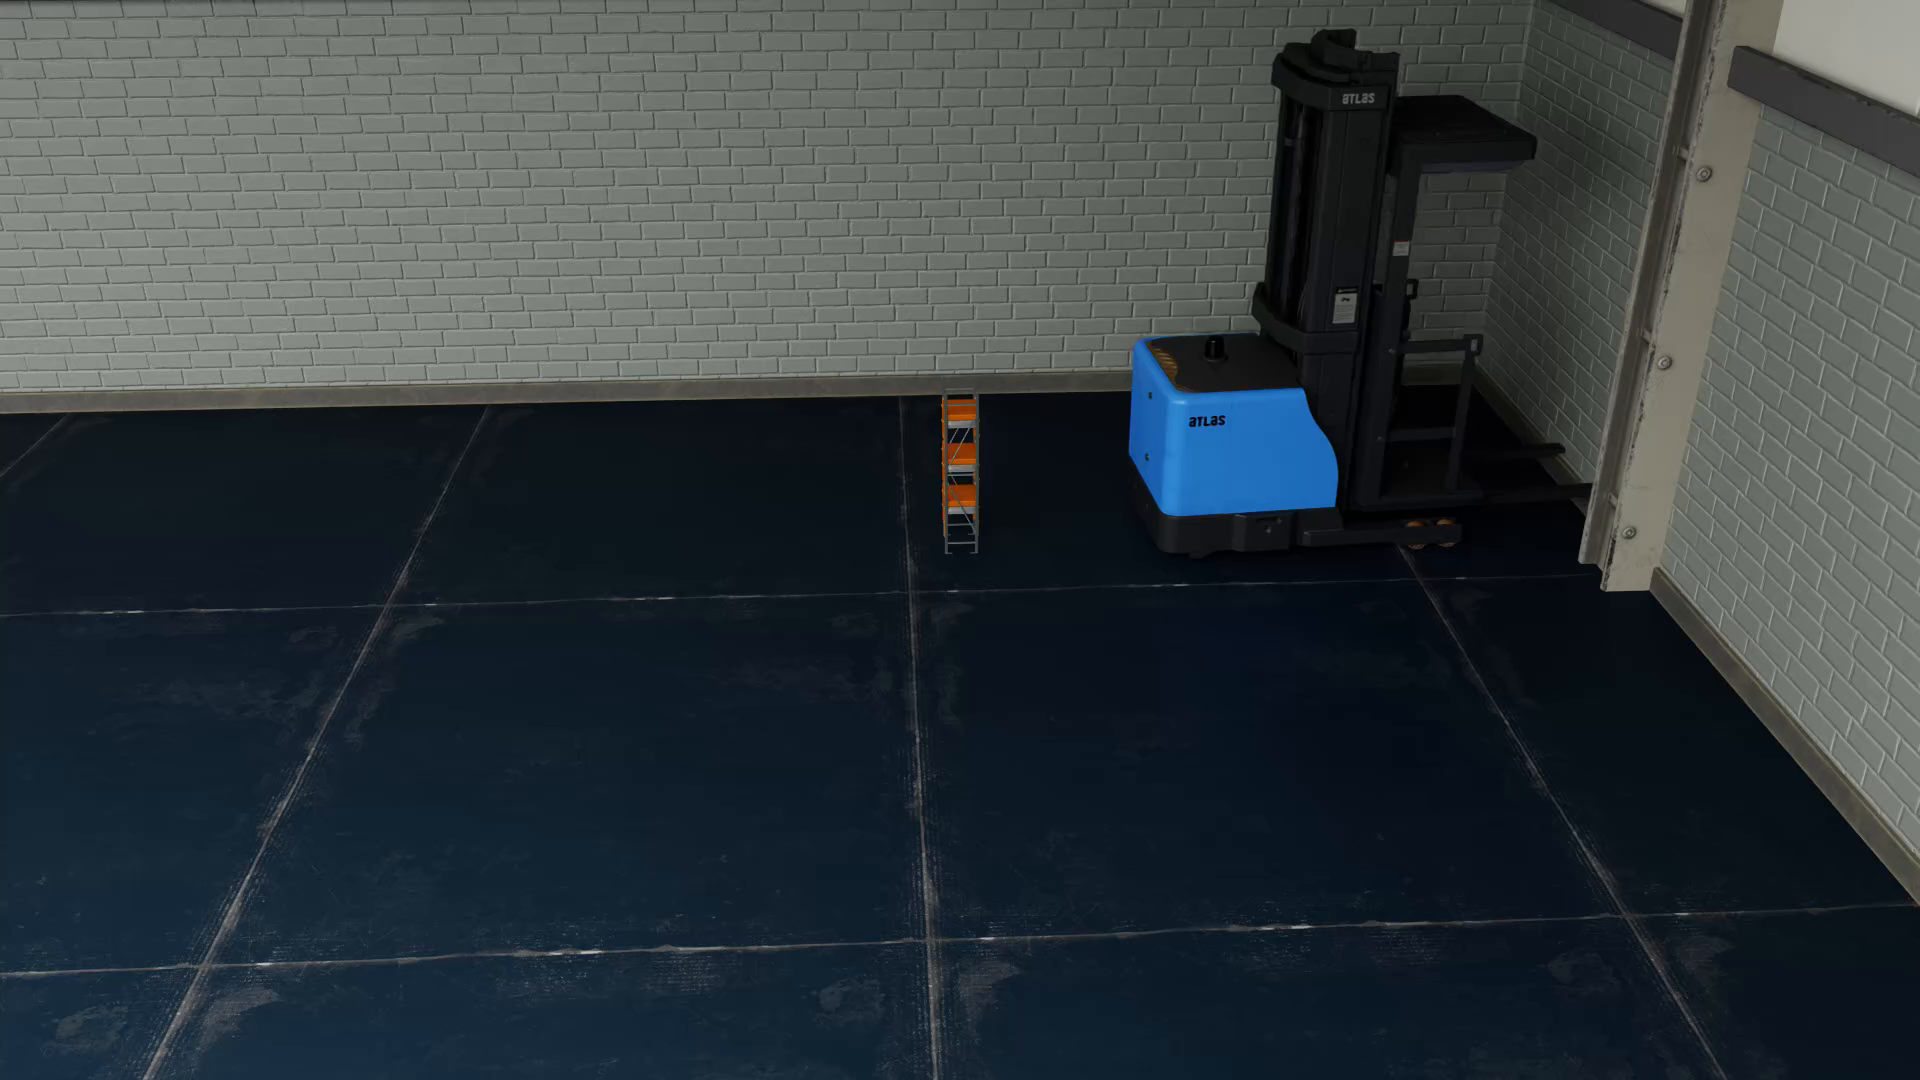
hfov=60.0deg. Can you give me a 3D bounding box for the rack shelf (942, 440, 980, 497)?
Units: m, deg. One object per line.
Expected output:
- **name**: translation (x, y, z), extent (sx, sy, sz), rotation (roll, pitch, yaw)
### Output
- **rack shelf**: translation (0.003, -0.431, 9.965), extent (0.215, 0.259, 0.240), rotation (-1, 28, -3)

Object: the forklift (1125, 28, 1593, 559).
- **forklift**: translation (2.625, -1.484, 9.926), extent (3.031, 2.935, 1.130), rotation (-4, 28, -7)

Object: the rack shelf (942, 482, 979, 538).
- **rack shelf**: translation (0.003, -0.185, 10.093), extent (0.215, 0.259, 0.240), rotation (-1, 28, -3)

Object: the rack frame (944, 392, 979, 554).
- **rack frame**: translation (0.009, -0.384, 9.852), extent (0.200, 1.050, 0.008), rotation (-1, 28, -3)

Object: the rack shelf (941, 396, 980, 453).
- **rack shelf**: translation (0.003, -0.683, 9.834), extent (0.215, 0.259, 0.240), rotation (-1, 28, -3)

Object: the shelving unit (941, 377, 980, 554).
- **shelving unit**: translation (0.003, -0.441, 9.960), extent (0.215, 1.050, 0.252), rotation (-1, 28, -3)

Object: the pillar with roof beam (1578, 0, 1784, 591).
- **pillar with roof beam**: translation (-0.412, -3.683, 7.580), extent (9.100, 9.000, 0.400), rotation (-1, 28, -3)

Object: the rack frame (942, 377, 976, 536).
- **rack frame**: translation (-0.004, -0.497, 10.068), extent (0.200, 1.050, 0.008), rotation (-1, 28, -3)
